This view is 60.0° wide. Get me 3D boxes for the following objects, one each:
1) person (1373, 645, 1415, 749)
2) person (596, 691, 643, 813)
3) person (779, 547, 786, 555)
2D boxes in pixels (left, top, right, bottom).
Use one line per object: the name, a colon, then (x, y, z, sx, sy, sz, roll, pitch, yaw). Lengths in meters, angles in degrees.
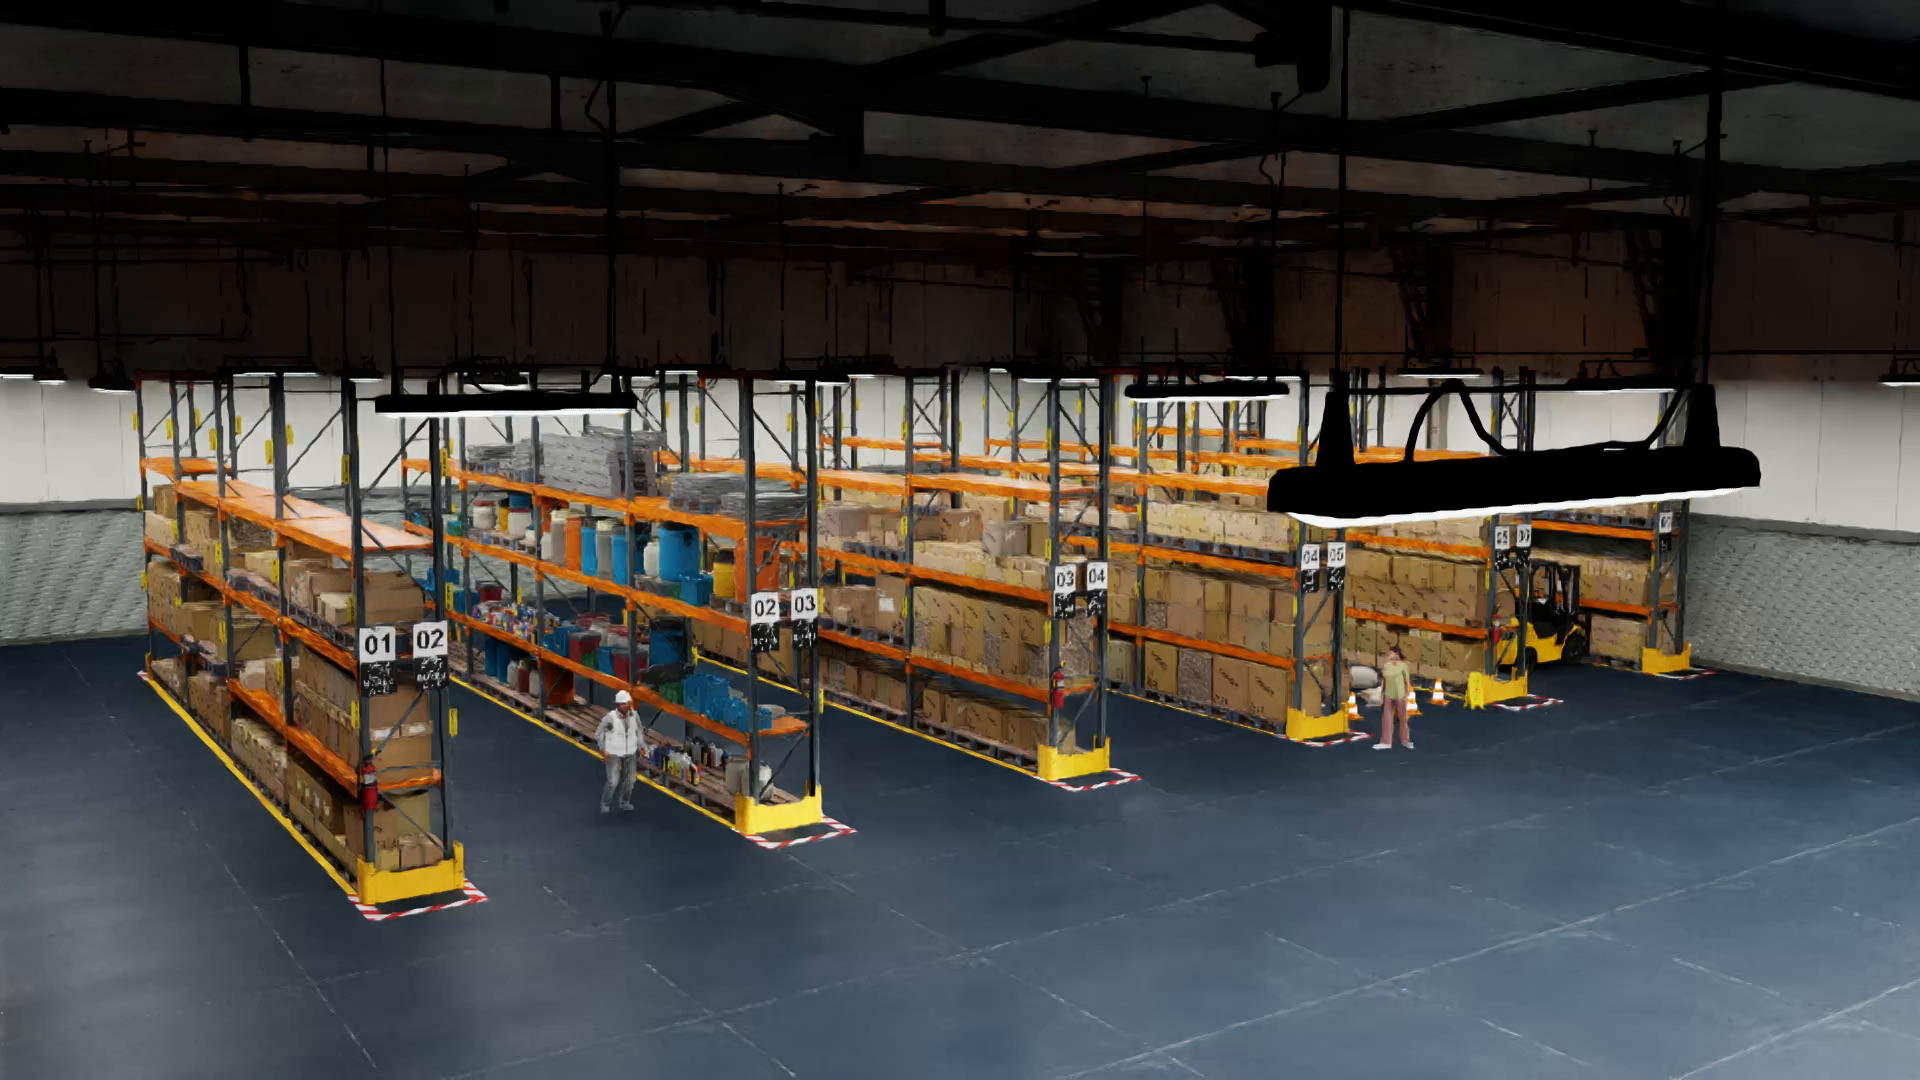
person: (6.979, 2.508, 26.574, 0.580, 1.672, 0.539, 5, 8, 38)
person: (-4.668, 2.904, 22.874, 0.676, 1.726, 0.574, -5, 8, -36)
person: (-4.634, 0.774, 42.457, 0.459, 1.531, 0.875, -1, 7, -12)
